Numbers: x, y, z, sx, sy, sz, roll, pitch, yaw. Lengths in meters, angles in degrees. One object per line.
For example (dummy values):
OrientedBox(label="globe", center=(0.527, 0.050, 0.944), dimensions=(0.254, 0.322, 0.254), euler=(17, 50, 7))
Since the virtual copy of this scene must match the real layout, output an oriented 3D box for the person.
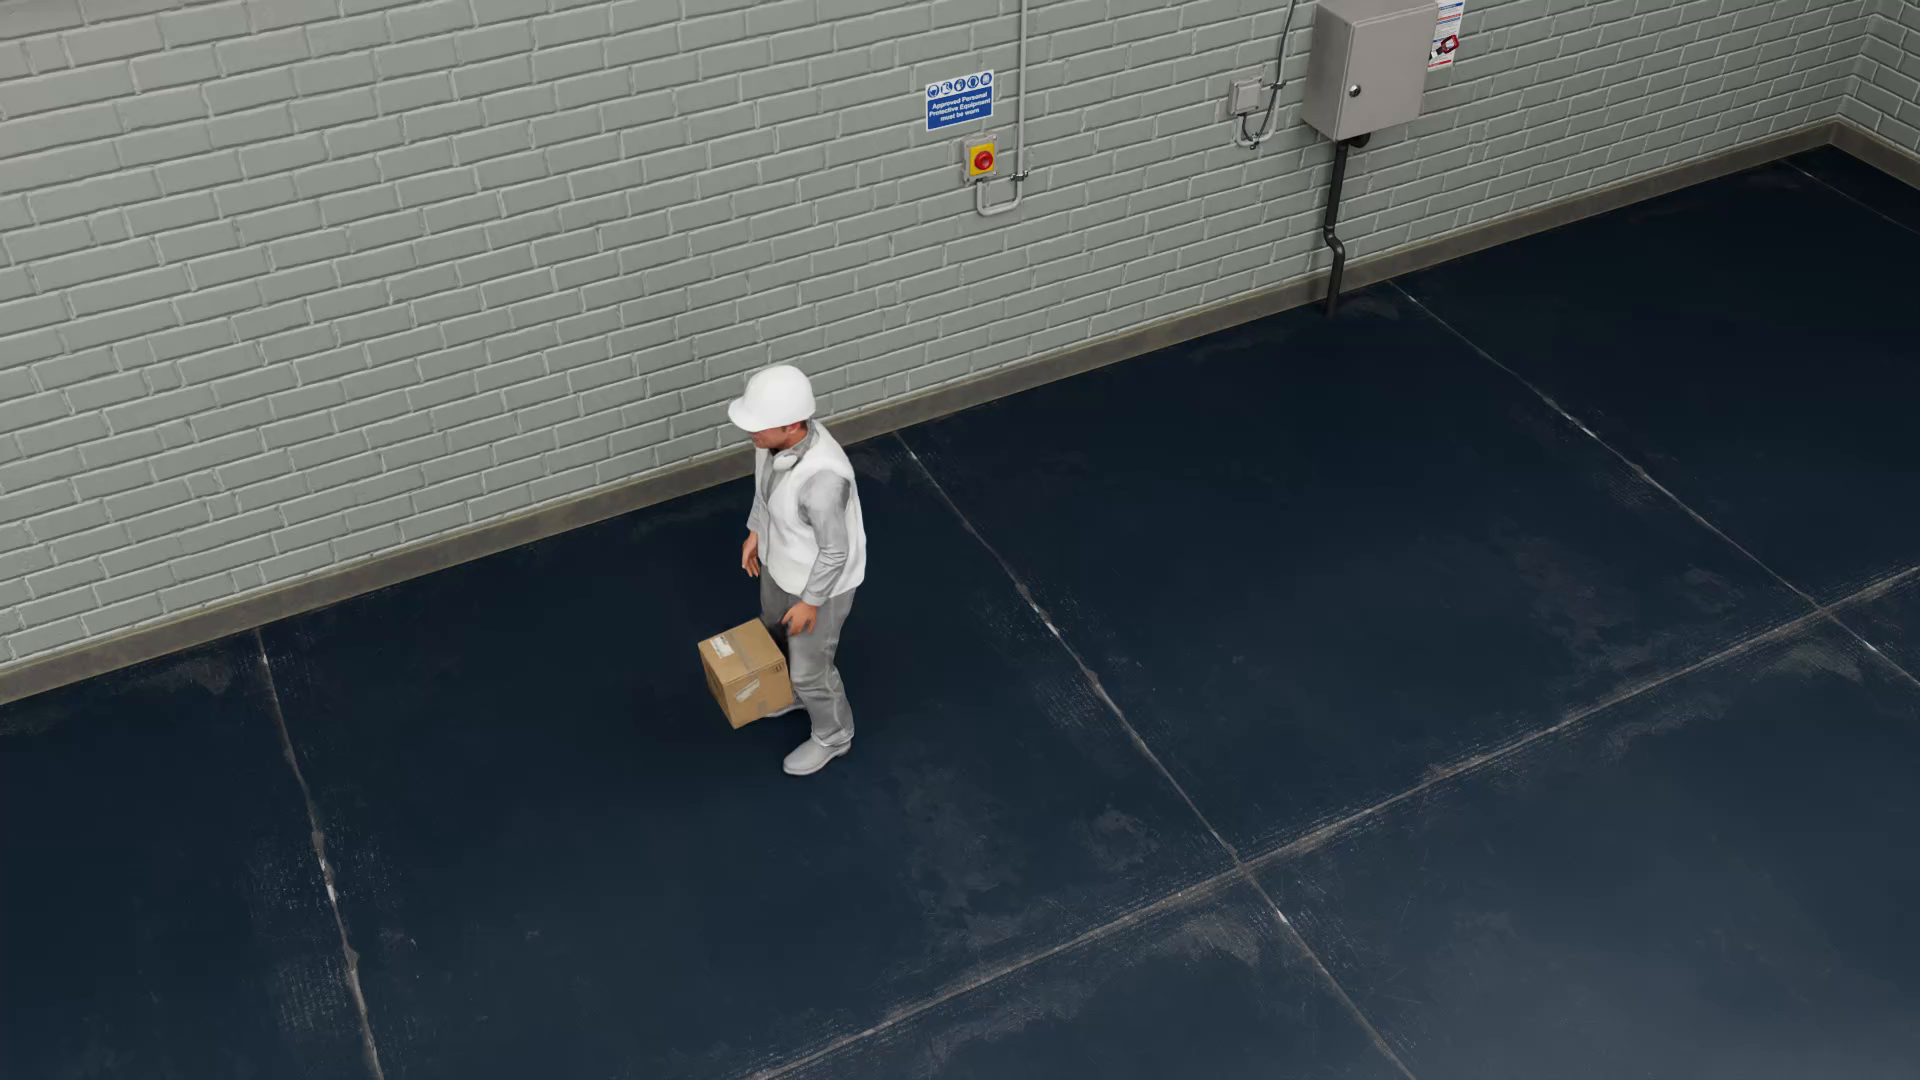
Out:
OrientedBox(label="person", center=(-0.567, 0.095, 6.028), dimensions=(0.435, 1.773, 0.561), euler=(-20, 45, -21))
